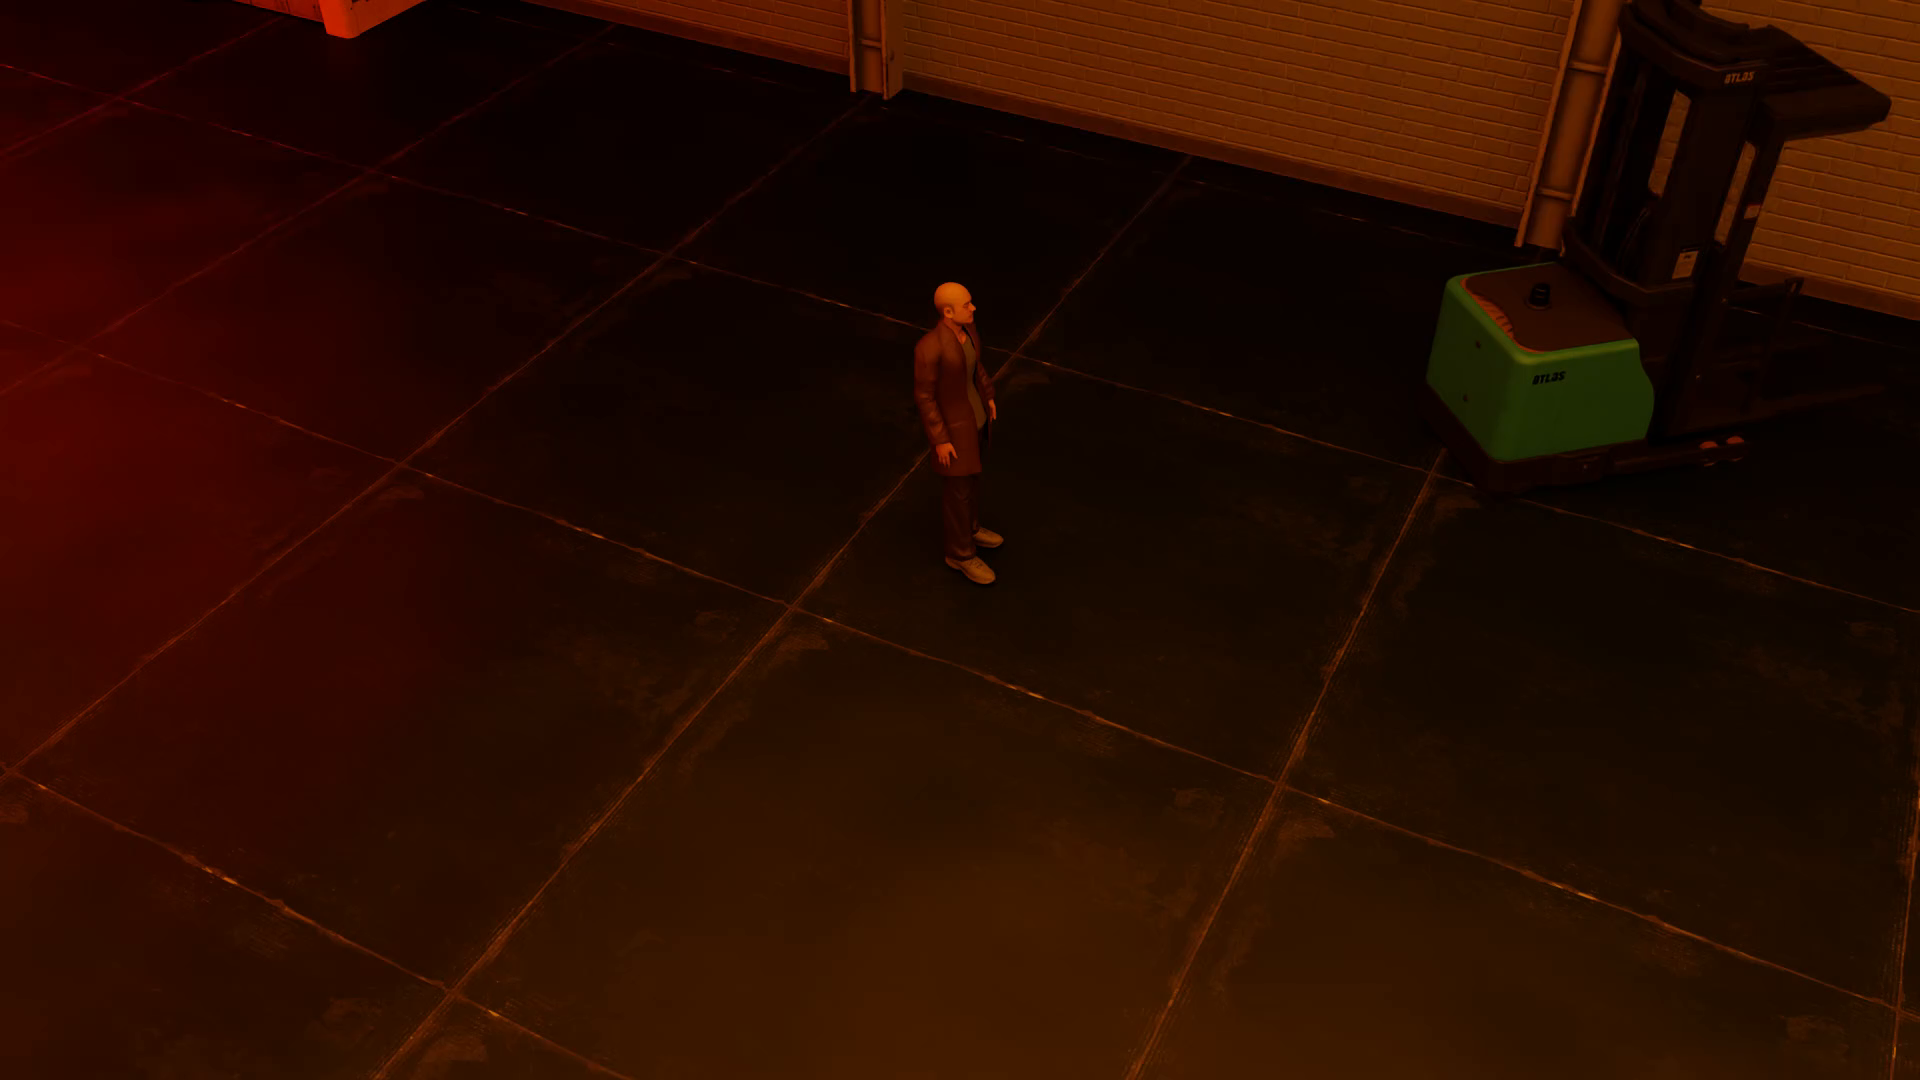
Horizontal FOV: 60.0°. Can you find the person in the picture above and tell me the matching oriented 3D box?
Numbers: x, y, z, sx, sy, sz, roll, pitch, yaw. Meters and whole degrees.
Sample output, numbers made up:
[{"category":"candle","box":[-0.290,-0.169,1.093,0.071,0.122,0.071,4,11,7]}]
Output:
[{"category":"person","box":[0.080,-0.656,9.649,0.579,1.778,0.698,18,43,21]}]

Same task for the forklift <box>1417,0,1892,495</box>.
[{"category":"forklift","box":[4.653,-1.921,10.268,3.031,2.935,1.130,-10,41,-11]}]
